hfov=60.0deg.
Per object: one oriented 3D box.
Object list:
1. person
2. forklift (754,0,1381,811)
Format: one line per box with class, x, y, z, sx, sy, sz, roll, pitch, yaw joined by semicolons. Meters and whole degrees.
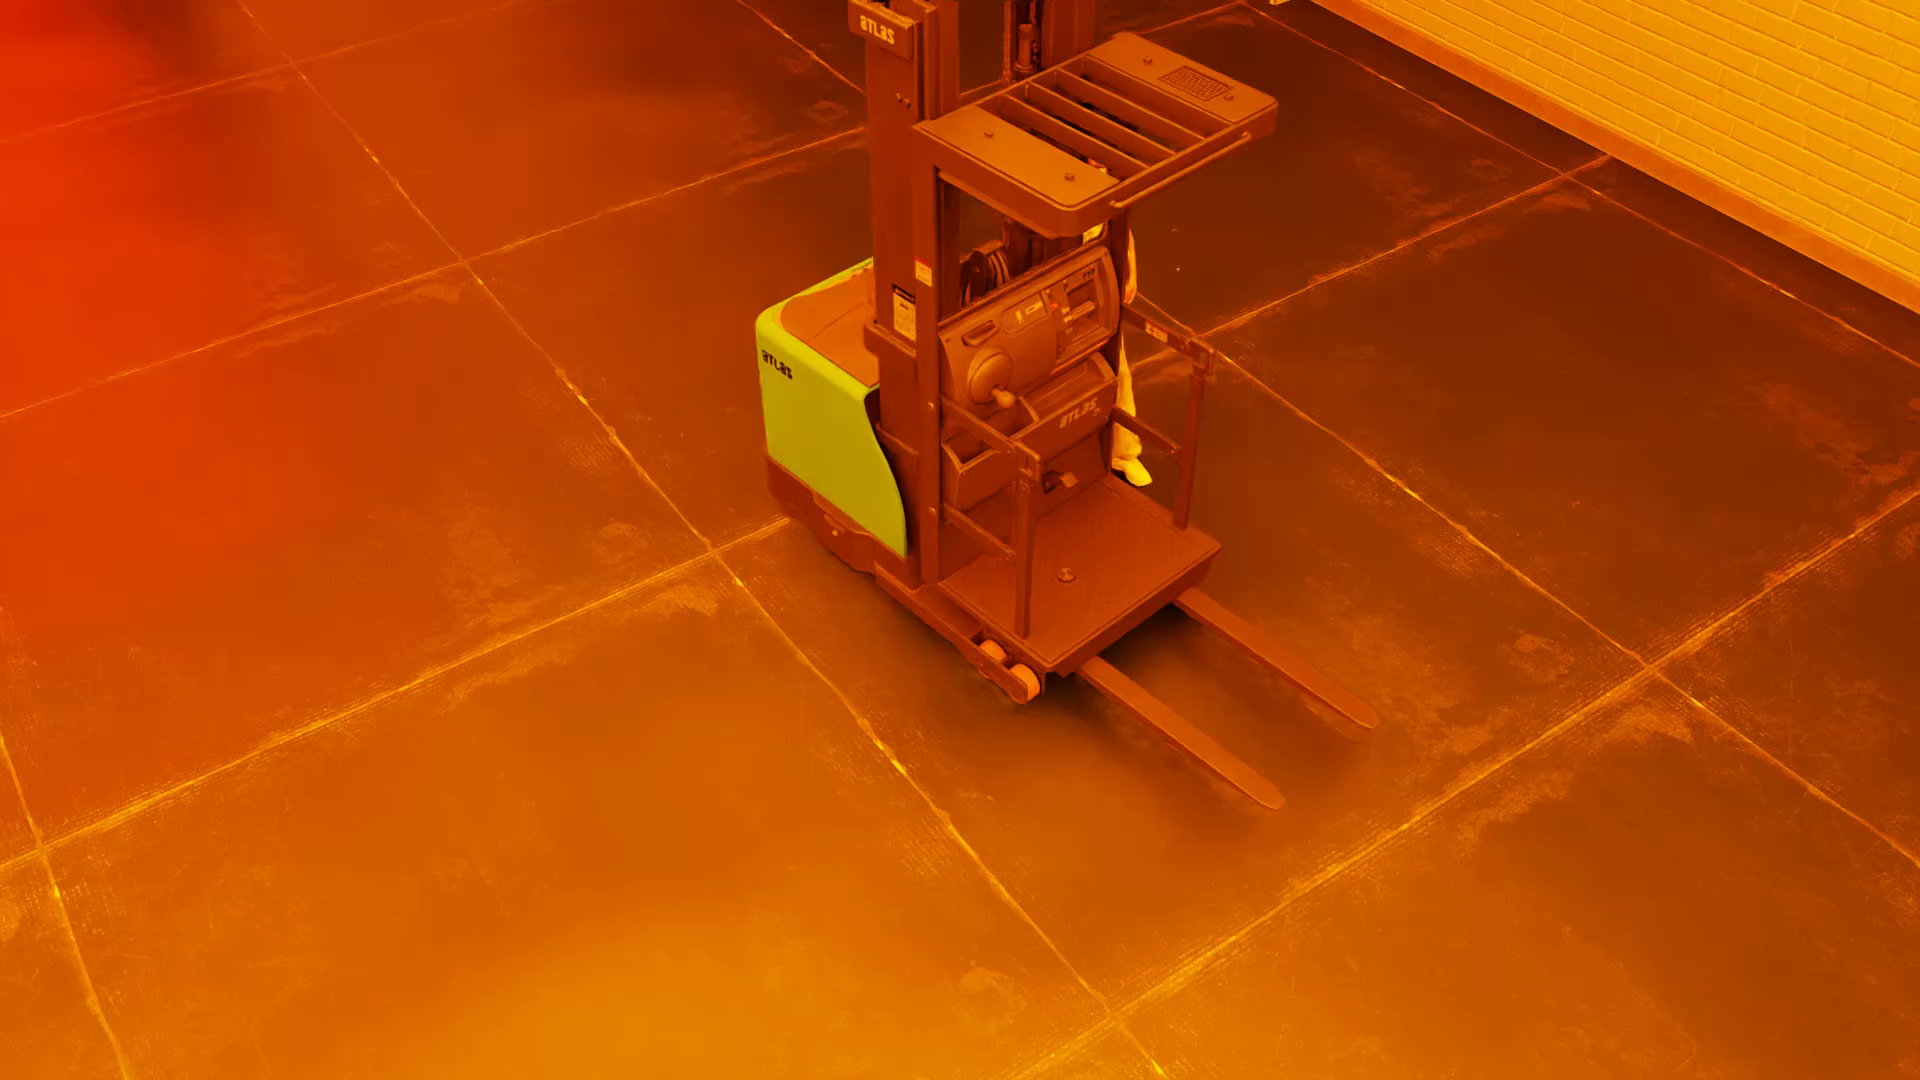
person;0.634;-1.000;7.709;0.679;1.628;0.747;-16;45;-17
forklift;0.438;-0.776;6.558;1.130;2.935;3.031;-32;51;-30
